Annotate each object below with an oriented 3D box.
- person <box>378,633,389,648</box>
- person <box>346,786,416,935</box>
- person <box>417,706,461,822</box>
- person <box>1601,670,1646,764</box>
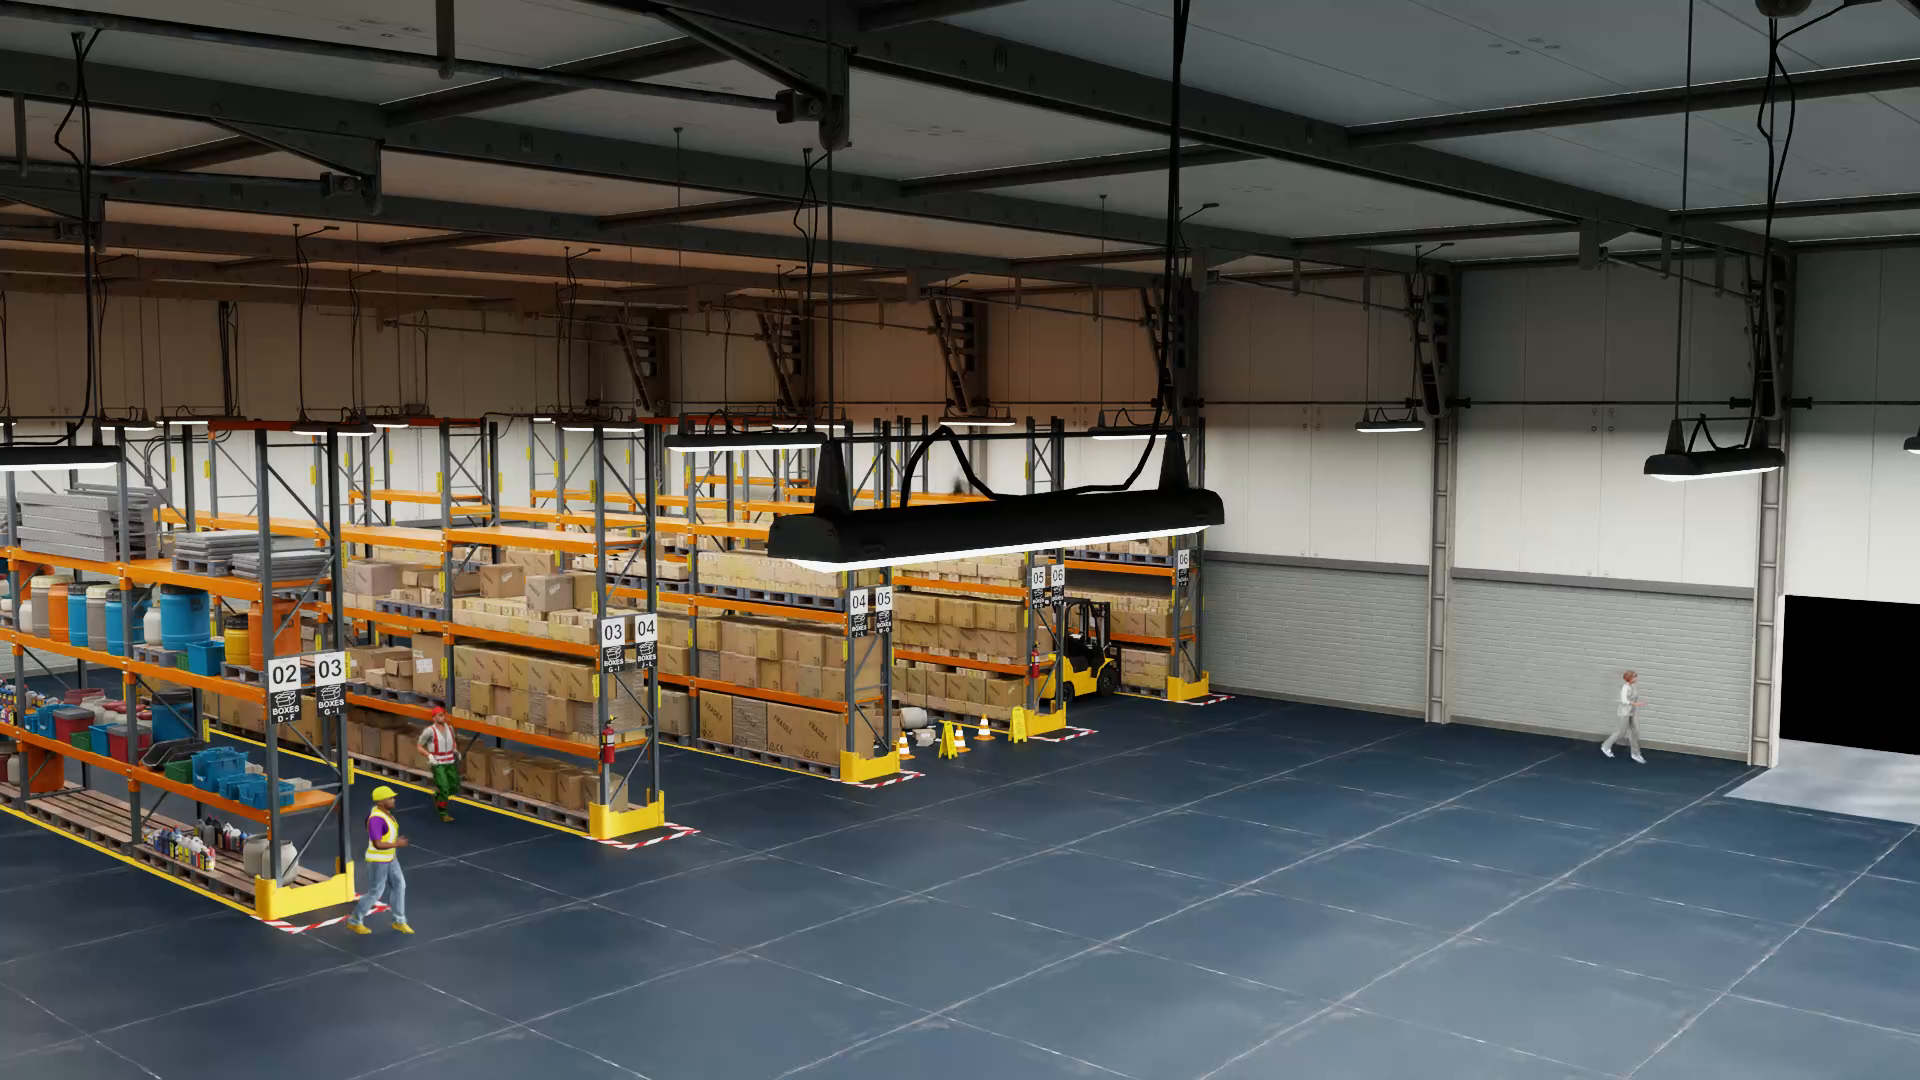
[{"bbox_3d":[-13.801,2.170,39.947,0.532,1.701,0.756,0,5,-5],"label":"person"},{"bbox_3d":[-6.864,3.824,19.680,0.773,1.841,0.717,-1,5,-6],"label":"person"},{"bbox_3d":[-7.870,3.374,25.138,0.631,1.738,0.655,4,6,39],"label":"person"},{"bbox_3d":[11.723,3.095,29.310,0.758,1.634,0.557,4,6,40],"label":"person"}]
